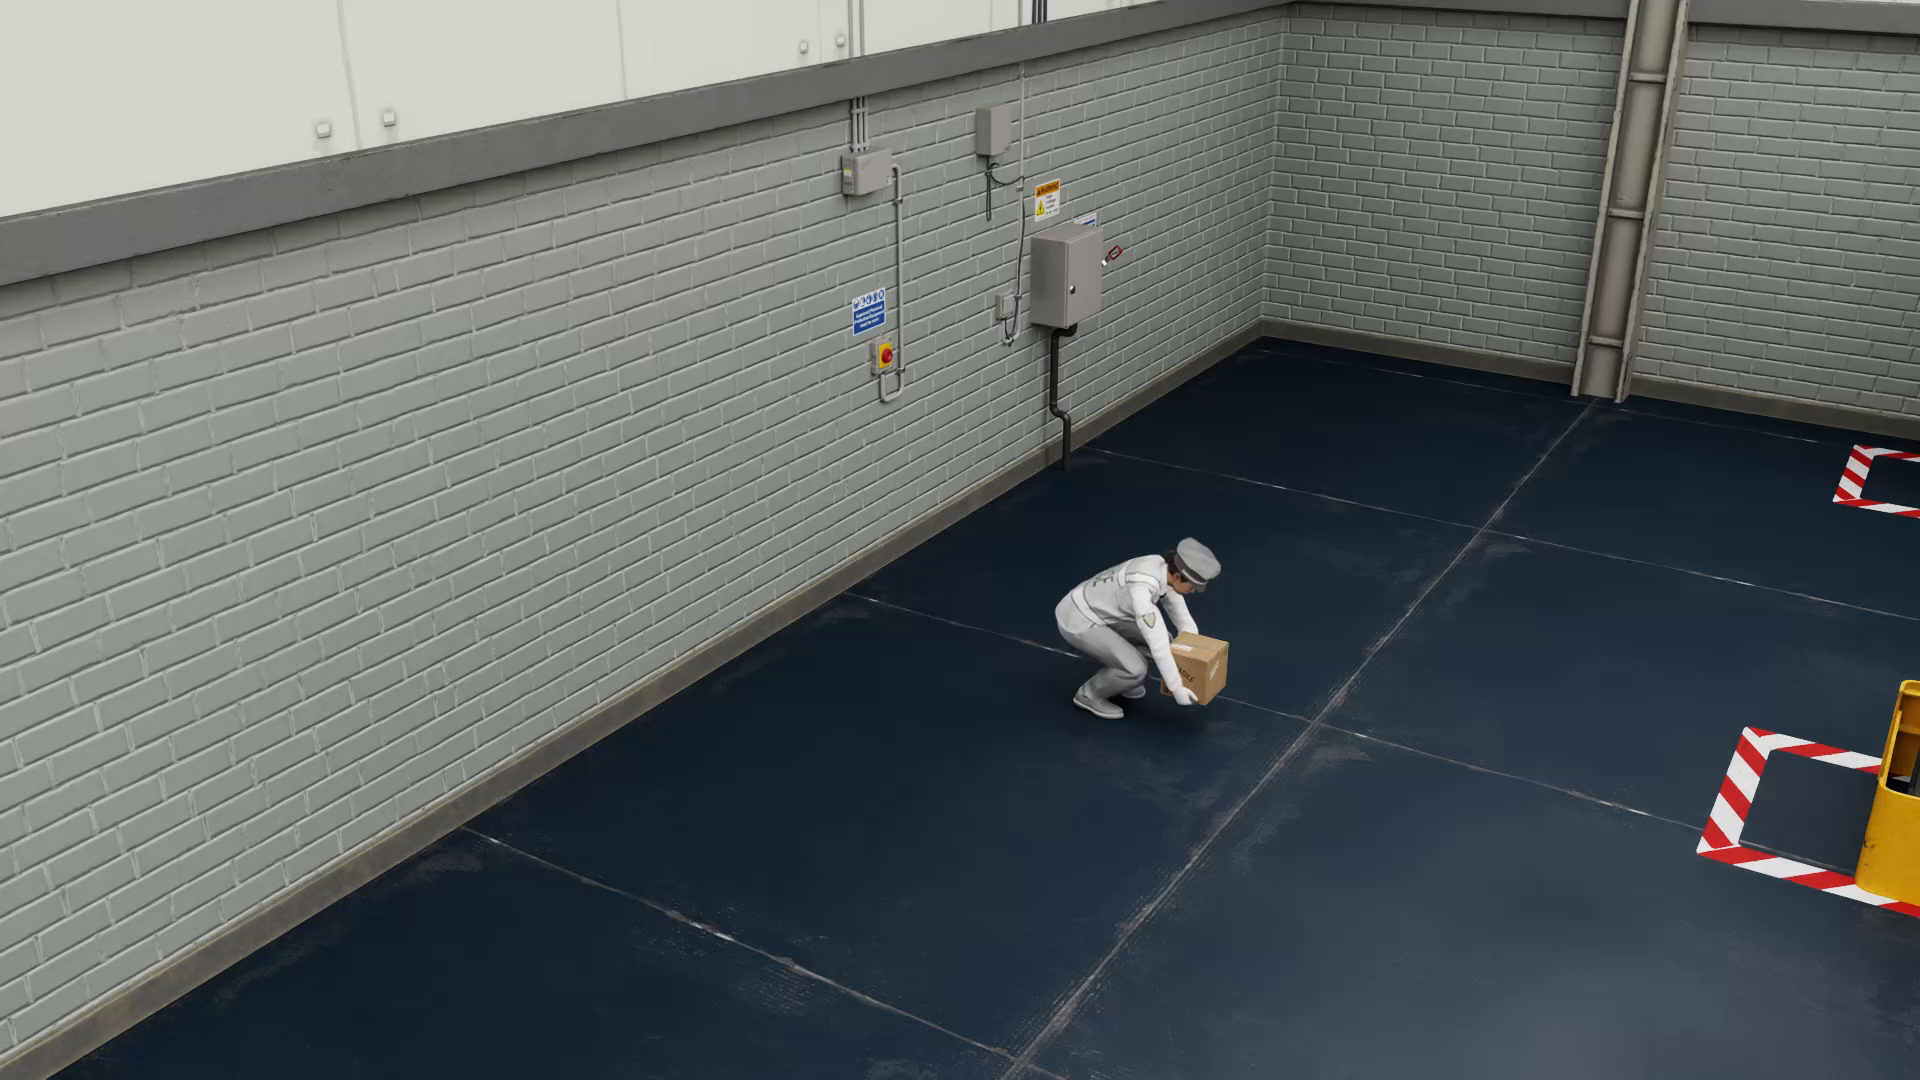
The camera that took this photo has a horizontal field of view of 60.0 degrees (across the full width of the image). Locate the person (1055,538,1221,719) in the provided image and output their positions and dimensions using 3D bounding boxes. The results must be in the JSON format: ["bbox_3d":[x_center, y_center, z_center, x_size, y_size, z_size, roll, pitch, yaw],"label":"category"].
[{"bbox_3d":[0.904,0.428,8.480,0.841,0.984,0.462,13,27,28],"label":"person"}]
